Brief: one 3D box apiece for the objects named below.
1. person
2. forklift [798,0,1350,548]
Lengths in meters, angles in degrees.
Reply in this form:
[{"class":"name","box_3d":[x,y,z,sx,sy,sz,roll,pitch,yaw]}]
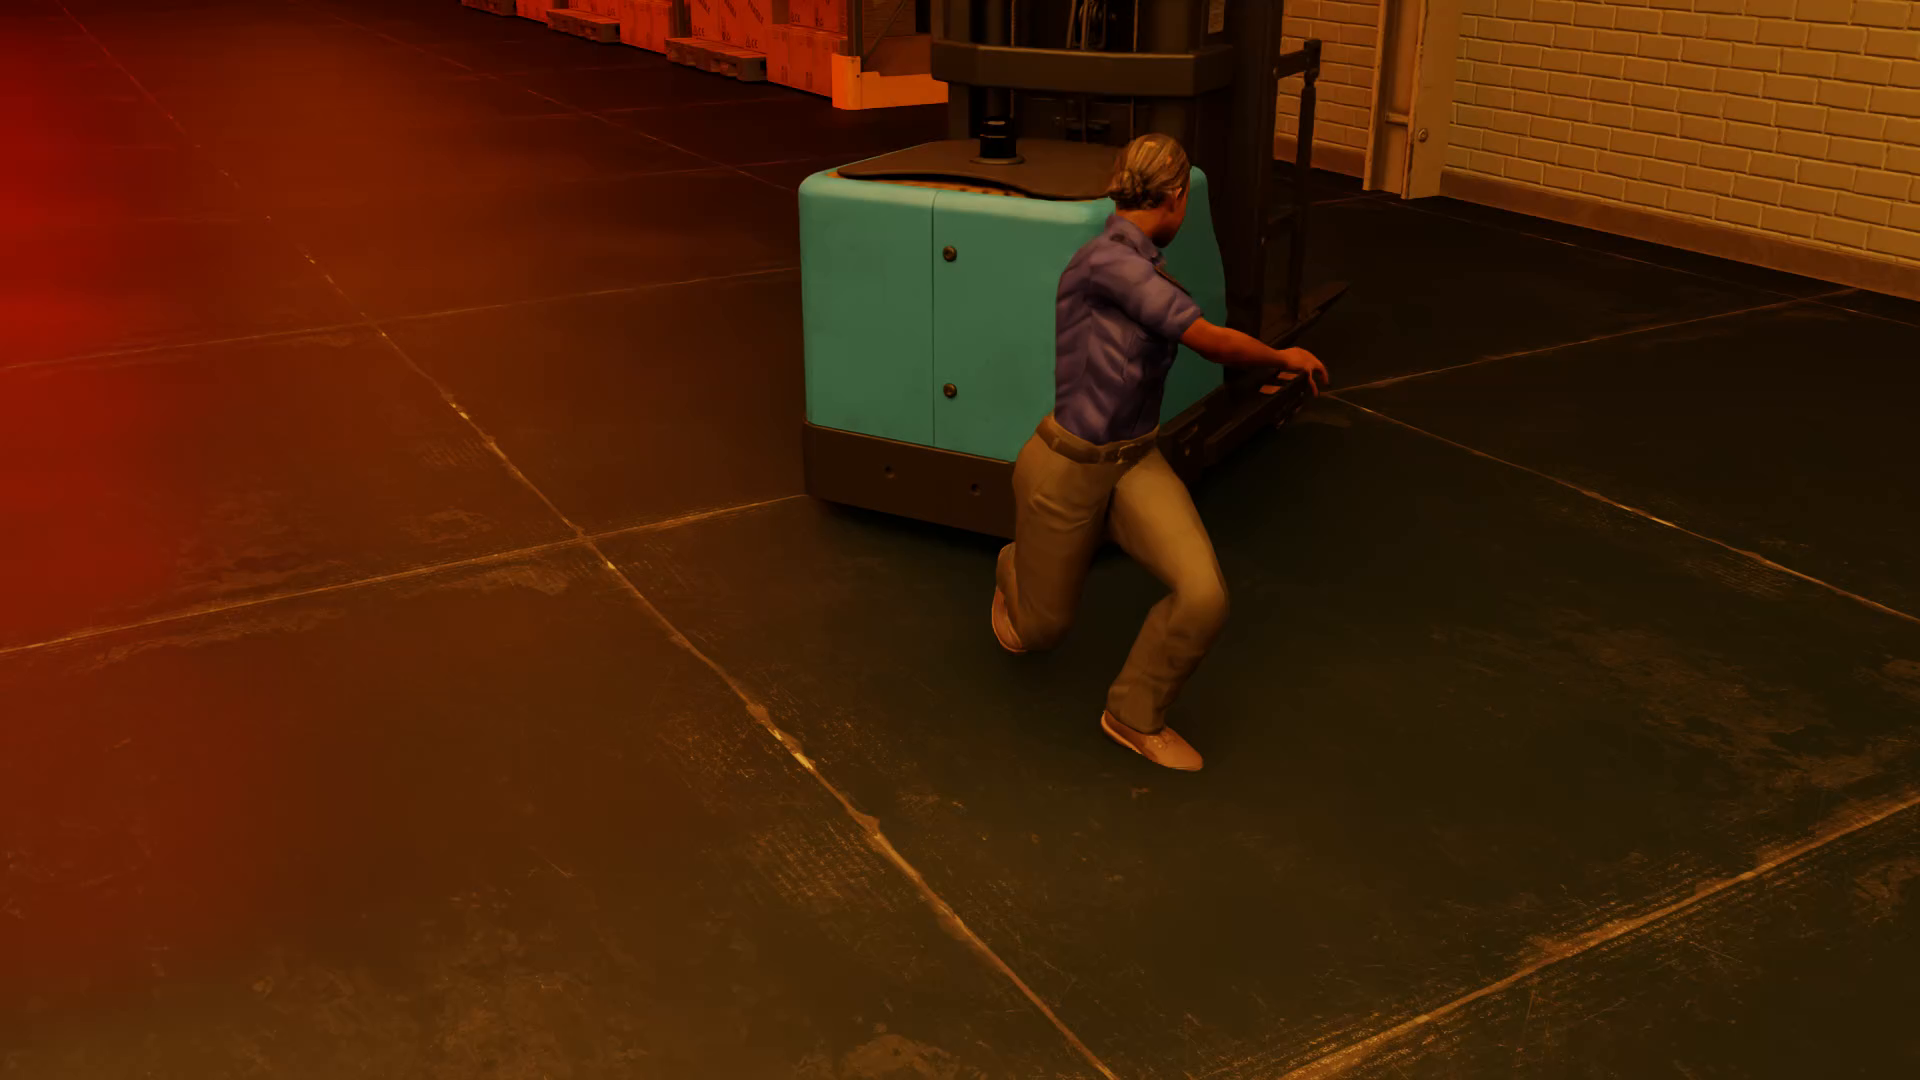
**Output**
[{"class":"person","box_3d":[0.375,-0.234,3.938,0.625,1.428,0.895,-17,28,-35]},{"class":"forklift","box_3d":[0.668,-1.840,5.757,1.130,2.935,3.031,12,25,27]}]
